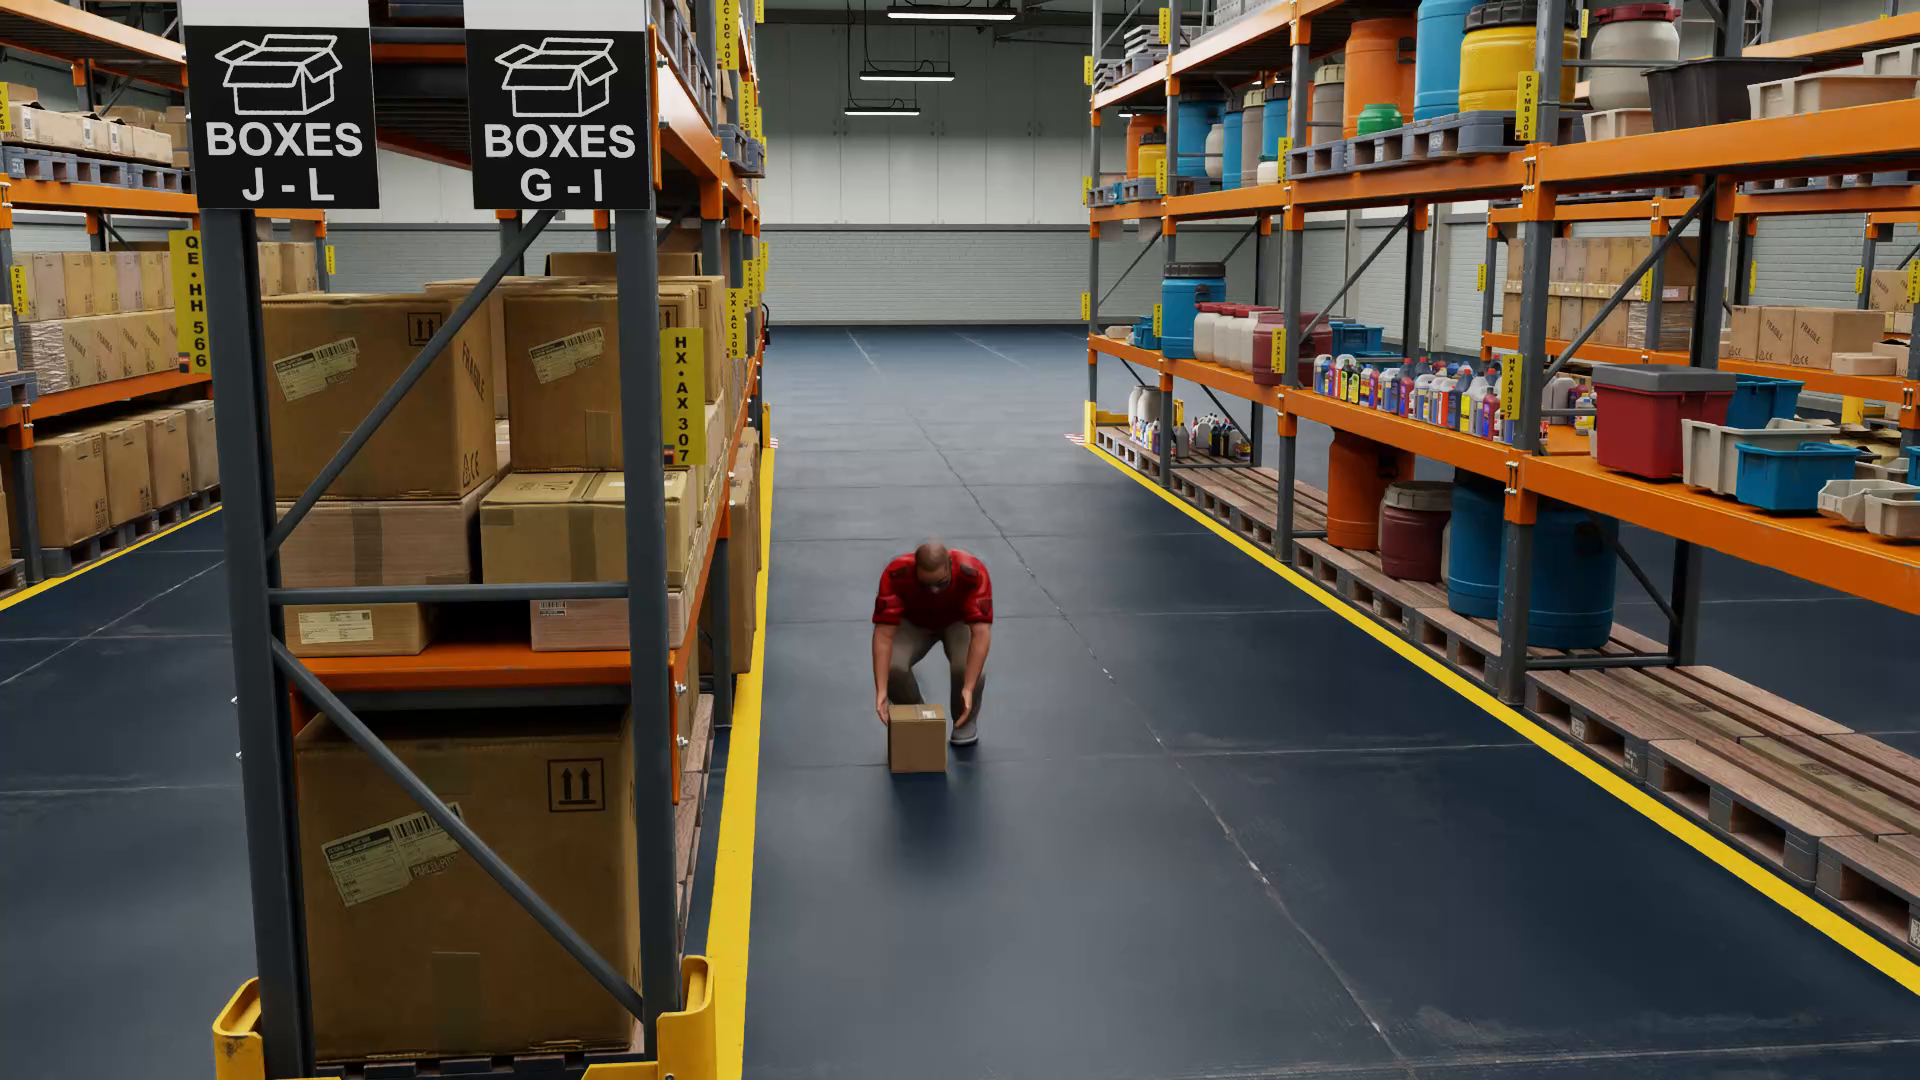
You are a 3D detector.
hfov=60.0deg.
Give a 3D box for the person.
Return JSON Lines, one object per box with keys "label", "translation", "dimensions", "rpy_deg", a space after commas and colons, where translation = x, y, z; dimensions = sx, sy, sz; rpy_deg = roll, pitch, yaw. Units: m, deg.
{"label": "person", "translation": [-0.104, 0.460, 7.840], "dimensions": [0.572, 1.036, 0.860], "rpy_deg": [2, 10, 10]}
